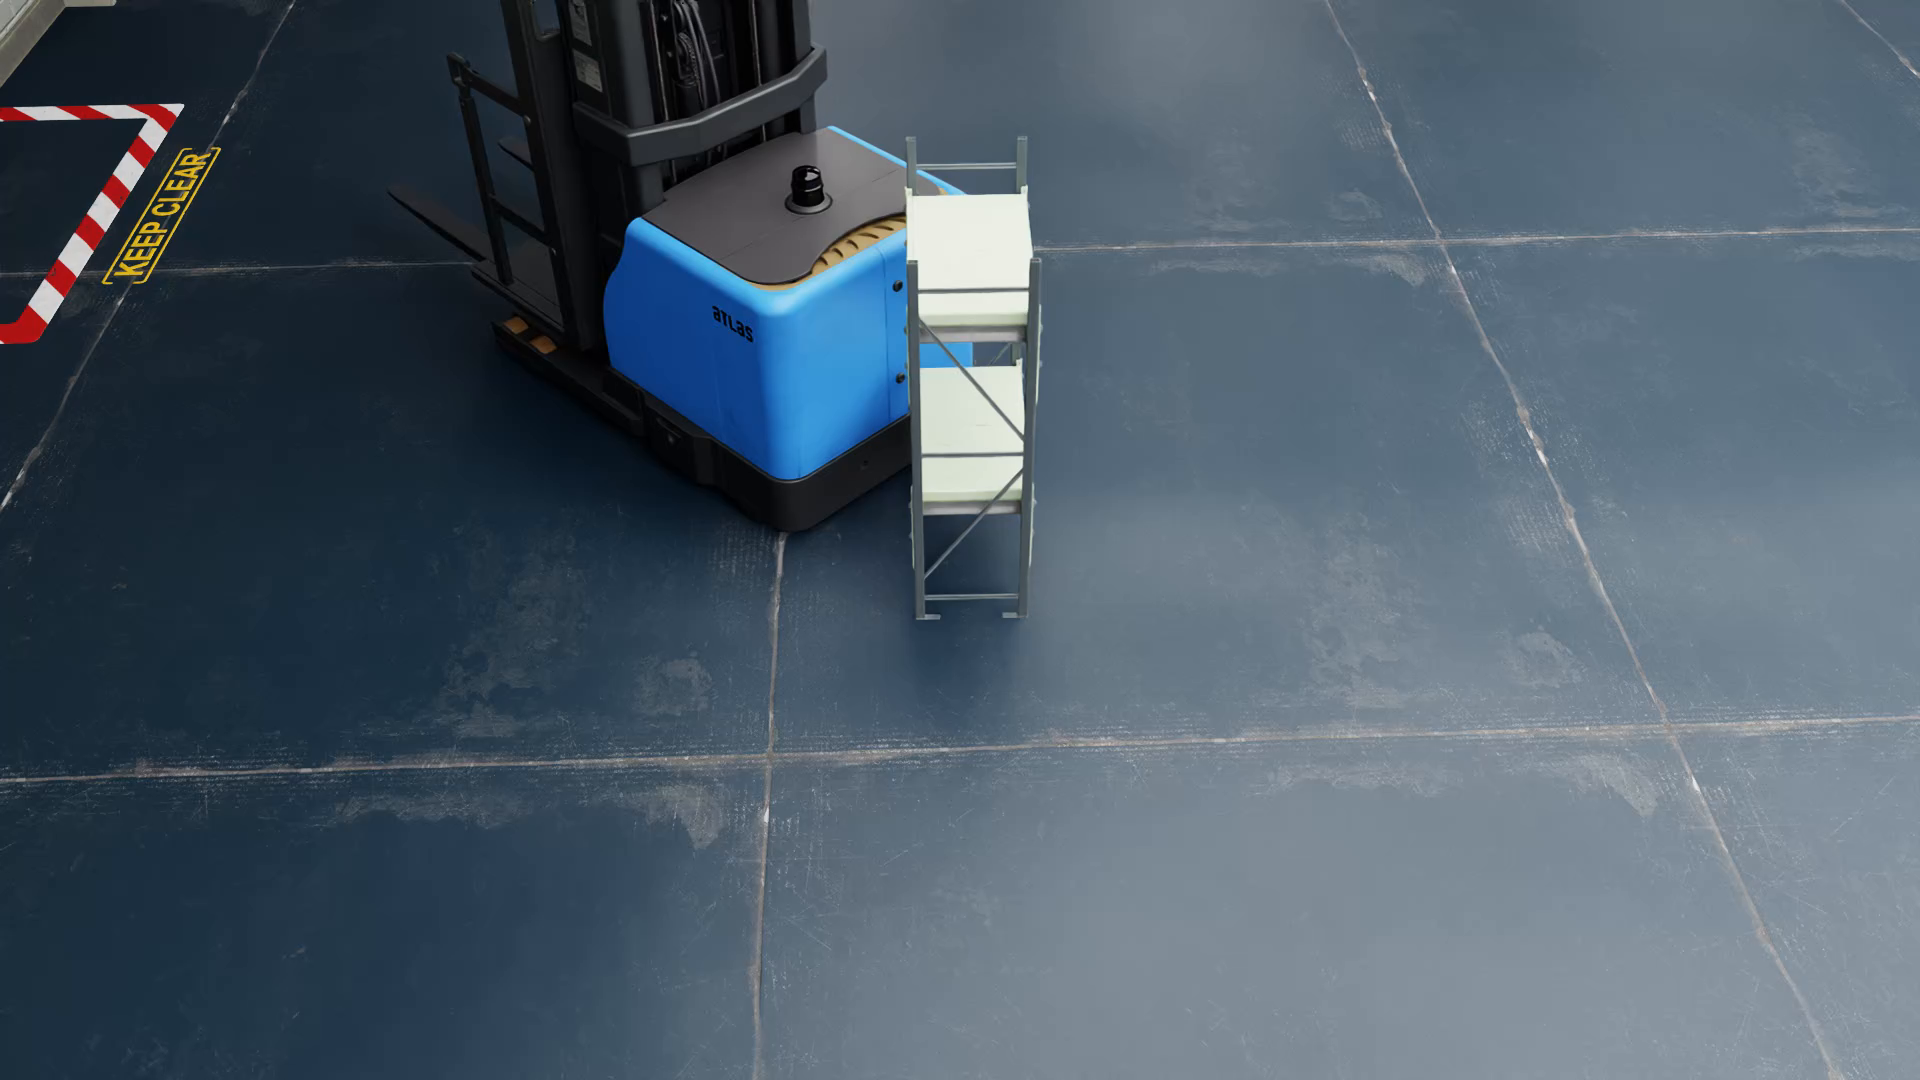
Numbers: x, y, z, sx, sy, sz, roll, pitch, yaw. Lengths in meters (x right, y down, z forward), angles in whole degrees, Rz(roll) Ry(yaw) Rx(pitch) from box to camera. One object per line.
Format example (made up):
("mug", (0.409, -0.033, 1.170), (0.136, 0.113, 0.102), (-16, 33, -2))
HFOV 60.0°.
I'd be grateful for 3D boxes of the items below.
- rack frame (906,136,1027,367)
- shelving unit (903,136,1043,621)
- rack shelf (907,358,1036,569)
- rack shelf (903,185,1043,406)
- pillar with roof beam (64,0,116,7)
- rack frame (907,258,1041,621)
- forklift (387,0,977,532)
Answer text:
("rack frame", (0.021, -0.770, 5.980), (0.400, 1.500, 0.023), (-1, 43, -1))
("shelving unit", (0.031, -0.522, 5.710), (0.431, 1.500, 0.755), (-1, 43, -1))
("rack shelf", (0.031, -0.282, 5.930), (0.431, 0.370, 0.720), (-1, 43, -1))
("rack shelf", (0.031, -0.810, 5.446), (0.431, 0.370, 0.720), (-1, 43, -1))
("pillar with roof beam", (-0.761, -6.662, 6.859), (9.100, 9.000, 0.400), (-2, 43, -2))
("rack frame", (0.041, -0.275, 5.440), (0.400, 1.500, 0.023), (-1, 43, -1))
("forklift", (-1.340, -1.996, 6.258), (3.031, 2.935, 1.130), (33, 52, 31))
